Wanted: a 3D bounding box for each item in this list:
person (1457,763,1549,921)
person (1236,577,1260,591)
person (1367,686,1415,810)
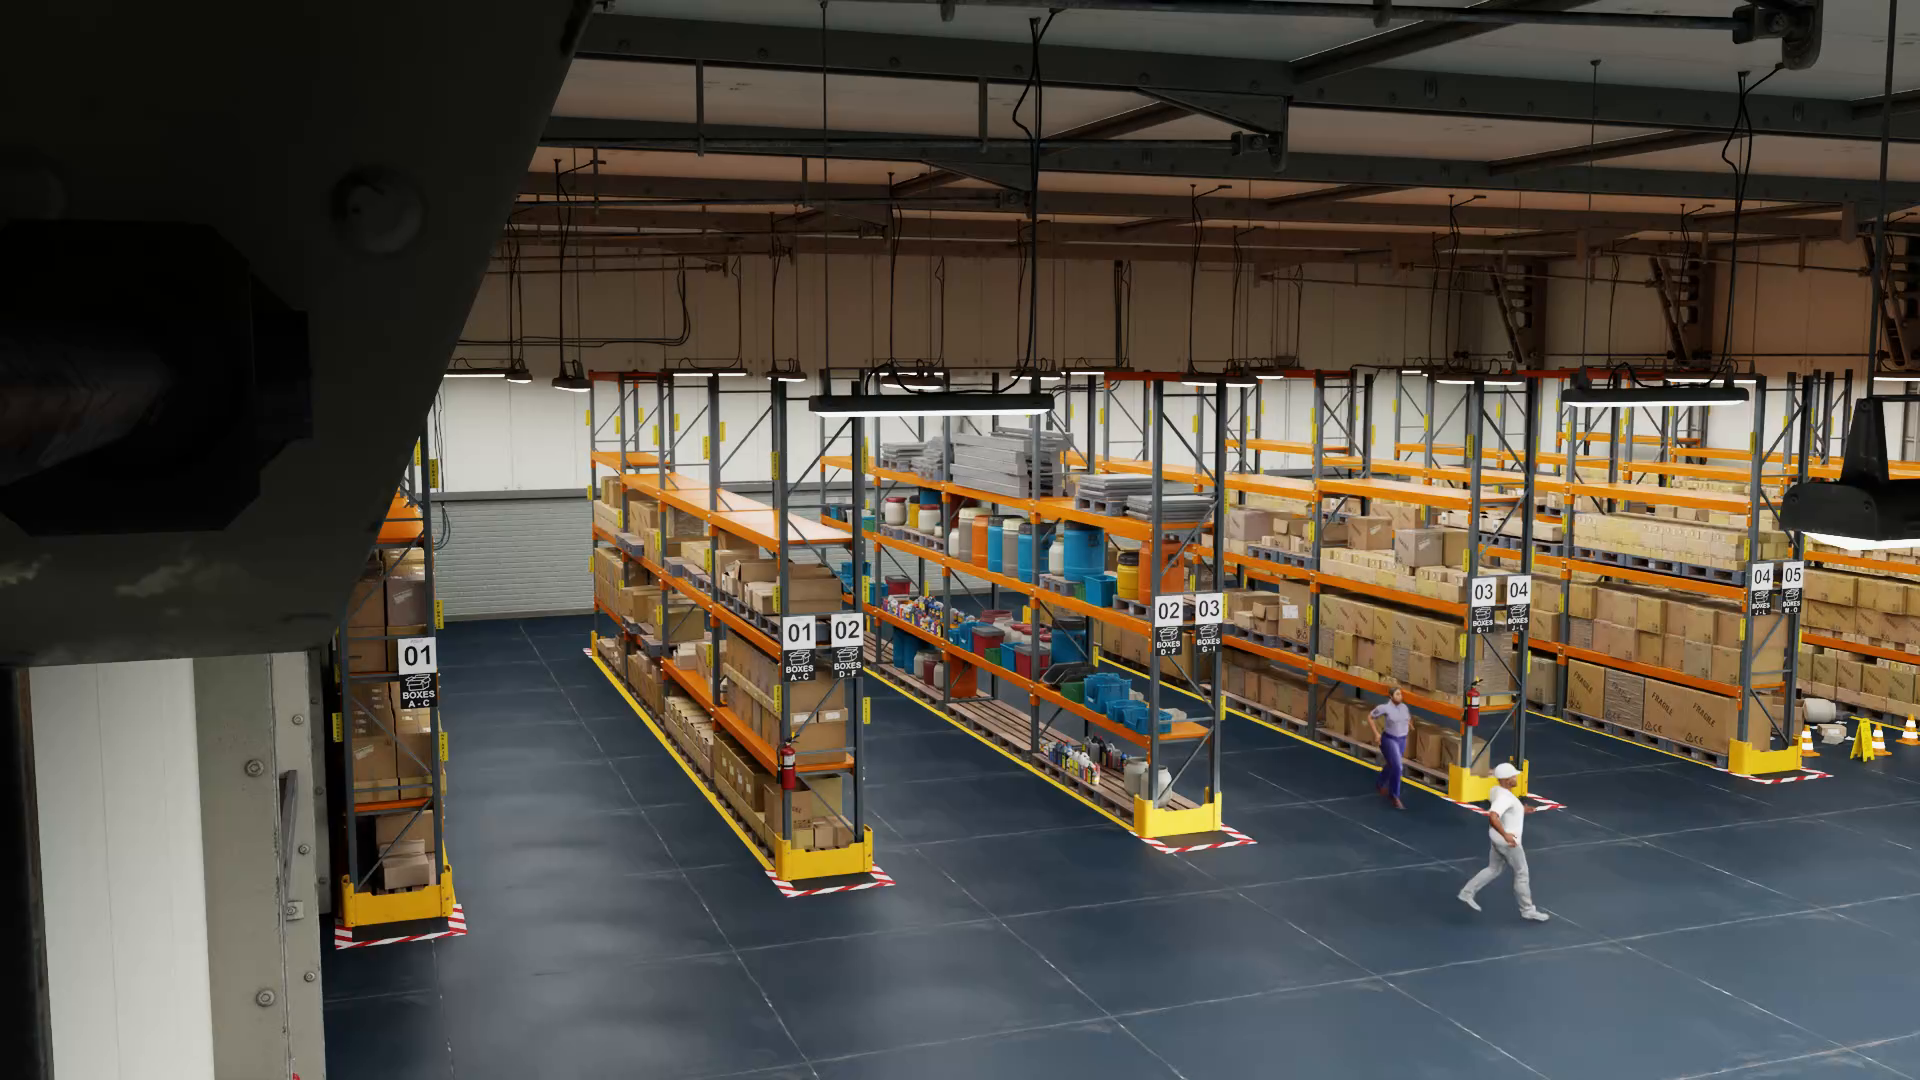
[{"bbox_3d":[6.104,3.355,18.567,0.961,1.756,0.697,0,6,0],"label":"person"},{"bbox_3d":[7.156,0.825,41.600,0.947,1.782,0.755,5,8,37],"label":"person"},{"bbox_3d":[6.107,2.905,23.464,0.581,1.712,0.754,-4,8,-32],"label":"person"}]
